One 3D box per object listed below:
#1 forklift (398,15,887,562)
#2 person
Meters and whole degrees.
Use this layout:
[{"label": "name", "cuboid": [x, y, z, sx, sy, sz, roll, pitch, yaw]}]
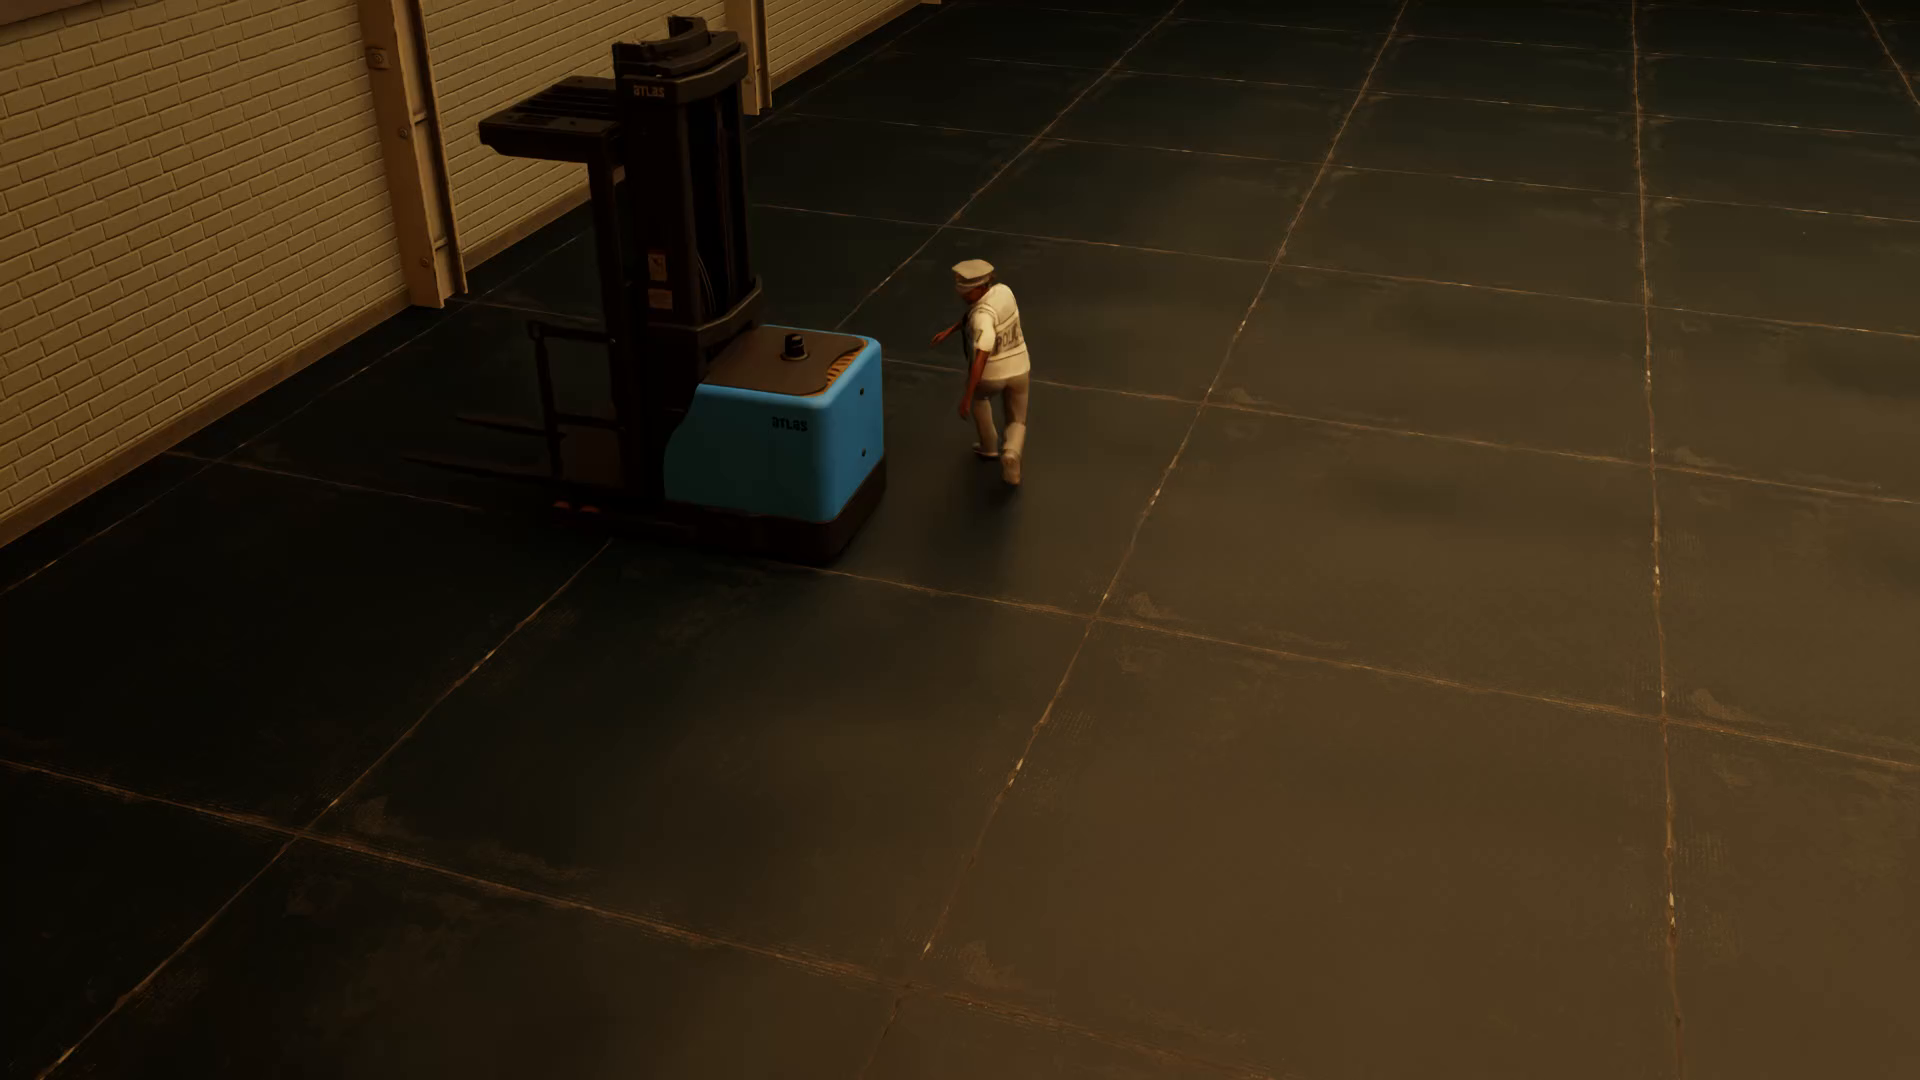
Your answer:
[{"label": "forklift", "cuboid": [-2.038, -1.556, 9.866, 3.031, 2.935, 1.130, 9, 31, 15]}, {"label": "person", "cuboid": [0.178, -1.066, 10.586, 0.599, 1.442, 0.862, -13, 32, -22]}]
